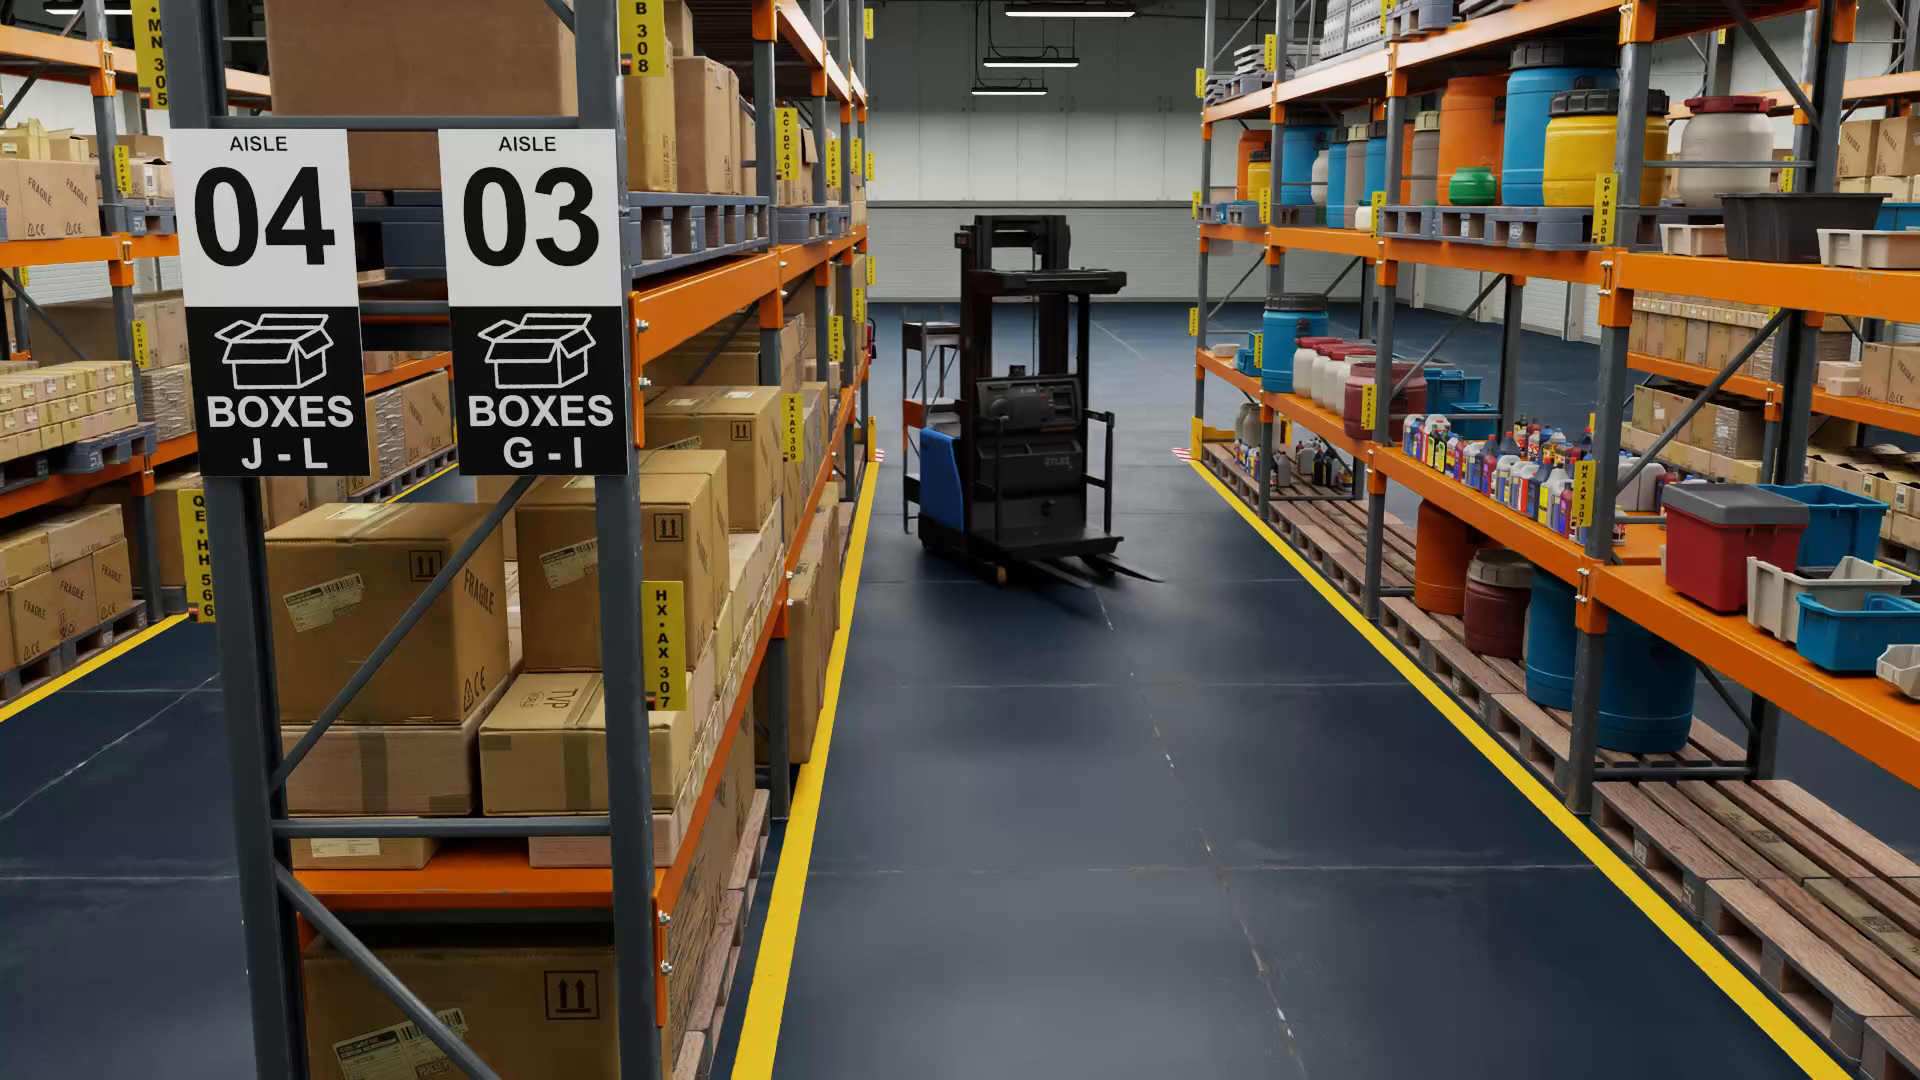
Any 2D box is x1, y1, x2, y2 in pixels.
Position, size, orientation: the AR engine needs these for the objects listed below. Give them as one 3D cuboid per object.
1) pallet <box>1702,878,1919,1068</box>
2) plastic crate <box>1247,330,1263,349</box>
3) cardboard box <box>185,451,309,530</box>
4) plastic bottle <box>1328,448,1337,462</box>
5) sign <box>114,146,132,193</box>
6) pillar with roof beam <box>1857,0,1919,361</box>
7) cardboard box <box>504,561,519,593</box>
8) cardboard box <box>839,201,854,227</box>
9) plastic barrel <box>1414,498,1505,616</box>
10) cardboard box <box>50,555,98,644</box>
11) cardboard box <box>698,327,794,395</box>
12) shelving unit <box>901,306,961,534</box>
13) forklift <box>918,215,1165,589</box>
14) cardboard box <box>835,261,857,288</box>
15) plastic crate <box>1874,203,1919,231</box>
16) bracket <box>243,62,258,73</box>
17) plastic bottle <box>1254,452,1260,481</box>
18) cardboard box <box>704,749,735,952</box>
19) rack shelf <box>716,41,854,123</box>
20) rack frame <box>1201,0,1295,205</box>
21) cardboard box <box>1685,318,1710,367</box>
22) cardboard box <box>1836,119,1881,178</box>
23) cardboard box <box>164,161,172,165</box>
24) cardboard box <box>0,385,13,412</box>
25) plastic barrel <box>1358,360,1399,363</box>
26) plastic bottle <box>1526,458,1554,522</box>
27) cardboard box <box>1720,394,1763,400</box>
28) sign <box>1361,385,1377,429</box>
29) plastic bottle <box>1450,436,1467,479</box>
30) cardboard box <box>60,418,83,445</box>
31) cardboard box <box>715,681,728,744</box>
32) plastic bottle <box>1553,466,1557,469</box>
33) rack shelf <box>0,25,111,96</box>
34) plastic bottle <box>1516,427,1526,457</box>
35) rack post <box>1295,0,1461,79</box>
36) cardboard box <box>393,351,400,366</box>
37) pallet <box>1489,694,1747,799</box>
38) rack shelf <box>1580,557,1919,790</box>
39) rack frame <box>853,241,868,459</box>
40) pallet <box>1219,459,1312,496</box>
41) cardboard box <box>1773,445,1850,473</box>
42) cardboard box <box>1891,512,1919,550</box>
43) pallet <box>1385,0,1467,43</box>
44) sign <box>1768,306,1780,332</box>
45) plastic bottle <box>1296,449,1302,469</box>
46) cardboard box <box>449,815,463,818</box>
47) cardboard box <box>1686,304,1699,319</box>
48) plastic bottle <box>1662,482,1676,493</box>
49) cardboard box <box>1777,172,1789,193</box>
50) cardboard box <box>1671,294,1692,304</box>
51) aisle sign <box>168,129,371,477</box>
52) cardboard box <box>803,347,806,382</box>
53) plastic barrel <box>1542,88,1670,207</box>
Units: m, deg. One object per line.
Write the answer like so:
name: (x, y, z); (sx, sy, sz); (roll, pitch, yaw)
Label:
pallet: (3.676, 1.664, 6.517); (1.003, 0.211, 1.213); (0, 11, -1)
plastic crate: (3.656, -2.306, 19.446); (0.499, 0.251, 0.616); (0, 11, -1)
cardboard box: (-6.365, -0.450, 14.525); (1.050, 0.750, 0.750); (0, 11, -1)
plastic bottle: (3.827, -0.761, 17.015); (0.144, 0.351, 0.185); (0, 11, 0)
sign: (-5.859, -2.591, 11.634); (0.100, 0.325, 0.005); (0, 11, -1)
pillar with roof beam: (9.702, -6.497, 24.643); (9.100, 9.000, 0.400); (0, 11, -1)
cardboard box: (-1.586, 0.251, 6.099); (0.500, 0.250, 0.500); (0, 11, -1)
cardboard box: (-1.276, -3.149, 16.059); (0.500, 0.250, 0.500); (-1, 11, -3)
plastic barrel: (3.539, 0.068, 11.772); (0.600, 0.830, 0.708); (0, 11, -1)
cardboard box: (-6.120, 0.386, 11.033); (0.500, 0.500, 0.500); (0, 11, 1)
cardboard box: (-1.410, -0.999, 9.854); (0.797, 0.503, 0.637); (0, 11, 1)
shelving unit: (-0.244, -1.060, 15.196); (0.431, 2.100, 0.503); (-5, 12, -22)
forklift: (0.661, -1.160, 13.594); (1.130, 2.935, 3.031); (-5, 12, -22)
cardboard box: (-1.290, -2.536, 16.693); (0.500, 0.500, 0.500); (0, 11, -1)
plastic crate: (3.932, -1.300, 6.990); (0.416, 0.233, 0.300); (0, 11, -1)
bracket: (-17.495, -11.647, 40.972); (0.235, 0.232, 0.430); (0, 11, -1)
plastic bottle: (3.078, -0.763, 17.194); (0.061, 0.283, 0.133); (1, 11, 3)
cardboard box: (-1.406, 1.075, 6.696); (0.875, 0.875, 0.875); (0, 11, -1)
rack shelf: (-1.482, -3.656, 13.451); (1.077, 0.370, 4.000); (0, 11, -1)
rack frame: (3.346, -5.417, 19.319); (1.000, 3.000, 0.127); (0, 11, -1)
cardboard box: (8.330, -2.145, 18.028); (0.700, 0.500, 0.500); (0, 11, 1)
cardboard box: (8.354, -3.549, 15.088); (0.500, 0.500, 0.500); (0, 11, 0)
cardboard box: (-6.217, -2.894, 13.342); (0.500, 0.311, 0.500); (0, 11, -2)
cardboard box: (-5.904, -0.836, 9.906); (0.380, 0.149, 0.250); (0, 11, 1)
plastic barrel: (3.277, -1.145, 13.069); (0.421, 0.512, 0.421); (0, 11, 0)
plastic bottle: (3.244, -0.286, 9.237); (0.144, 0.351, 0.185); (0, 11, -1)
cardboard box: (8.651, -1.319, 18.180); (0.500, 0.500, 0.500); (0, 11, -1)
sign: (2.962, -0.963, 12.042); (0.100, 0.325, 0.005); (0, 11, -1)
plastic bottle: (3.191, -0.529, 10.639); (0.097, 0.271, 0.097); (0, 11, 0)
cardboard box: (-5.921, -0.703, 10.745); (0.380, 0.149, 0.250); (0, 11, -2)
cardboard box: (-0.976, 0.571, 5.524); (0.380, 0.149, 0.250); (0, 11, -2)
plastic bottle: (3.369, -0.283, 9.423); (0.097, 0.271, 0.097); (0, 11, 0)
rack shelf: (-6.360, -2.860, 9.530); (1.077, 0.370, 4.000); (0, 11, -1)
plastic bottle: (3.930, -0.688, 11.595); (0.097, 0.201, 0.097); (0, 11, 0)
rack post: (3.555, -4.329, 13.452); (1.013, 1.000, 3.121); (0, 11, -1)
cardboard box: (-6.542, -2.130, 17.828); (0.875, 0.550, 0.500); (0, 11, -1)
pallet: (3.620, 1.121, 9.192); (1.003, 0.211, 1.213); (0, 11, -1)
rack shelf: (3.635, 0.658, 6.269); (1.077, 0.370, 4.000); (0, 11, -1)
rack frame: (-1.606, -2.457, 19.815); (1.000, 3.000, 0.127); (0, 11, -1)
pallet: (3.428, -0.692, 18.131); (1.003, 0.211, 1.213); (0, 11, -1)
cardboard box: (8.141, -0.751, 15.859); (0.500, 0.311, 0.500); (0, 11, -1)
cardboard box: (8.187, -0.071, 13.913); (0.500, 0.250, 0.500); (0, 11, 0)
pallet: (3.496, -3.395, 10.831); (1.213, 0.211, 1.003); (0, 11, -1)
sign: (7.826, -2.162, 15.986); (0.100, 0.325, 0.005); (0, 11, -1)
plastic bottle: (3.679, -0.876, 17.955); (0.097, 0.201, 0.097); (0, 11, 0)
cardboard box: (-1.619, 0.726, 4.760); (0.380, 0.149, 0.250); (0, 11, -1)
cardboard box: (8.122, -2.479, 18.043); (0.380, 0.149, 0.250); (0, 11, -1)
plastic bottle: (3.979, -0.222, 9.302); (0.097, 0.201, 0.097); (0, 11, 0)
cardboard box: (8.623, -3.611, 16.776); (0.500, 0.311, 0.500); (-1, 12, -4)
cardboard box: (8.324, -2.873, 18.354); (0.700, 0.500, 0.500); (0, 11, -1)
aisle sign: (-1.574, -0.535, 3.803); (0.394, 0.787, 0.004); (0, 11, -1)
cardboard box: (-1.603, -1.339, 12.998); (0.700, 0.500, 0.500); (1, 12, 7)
plastic barrel: (3.372, -2.040, 8.689); (0.600, 0.588, 0.600); (0, 11, 0)
